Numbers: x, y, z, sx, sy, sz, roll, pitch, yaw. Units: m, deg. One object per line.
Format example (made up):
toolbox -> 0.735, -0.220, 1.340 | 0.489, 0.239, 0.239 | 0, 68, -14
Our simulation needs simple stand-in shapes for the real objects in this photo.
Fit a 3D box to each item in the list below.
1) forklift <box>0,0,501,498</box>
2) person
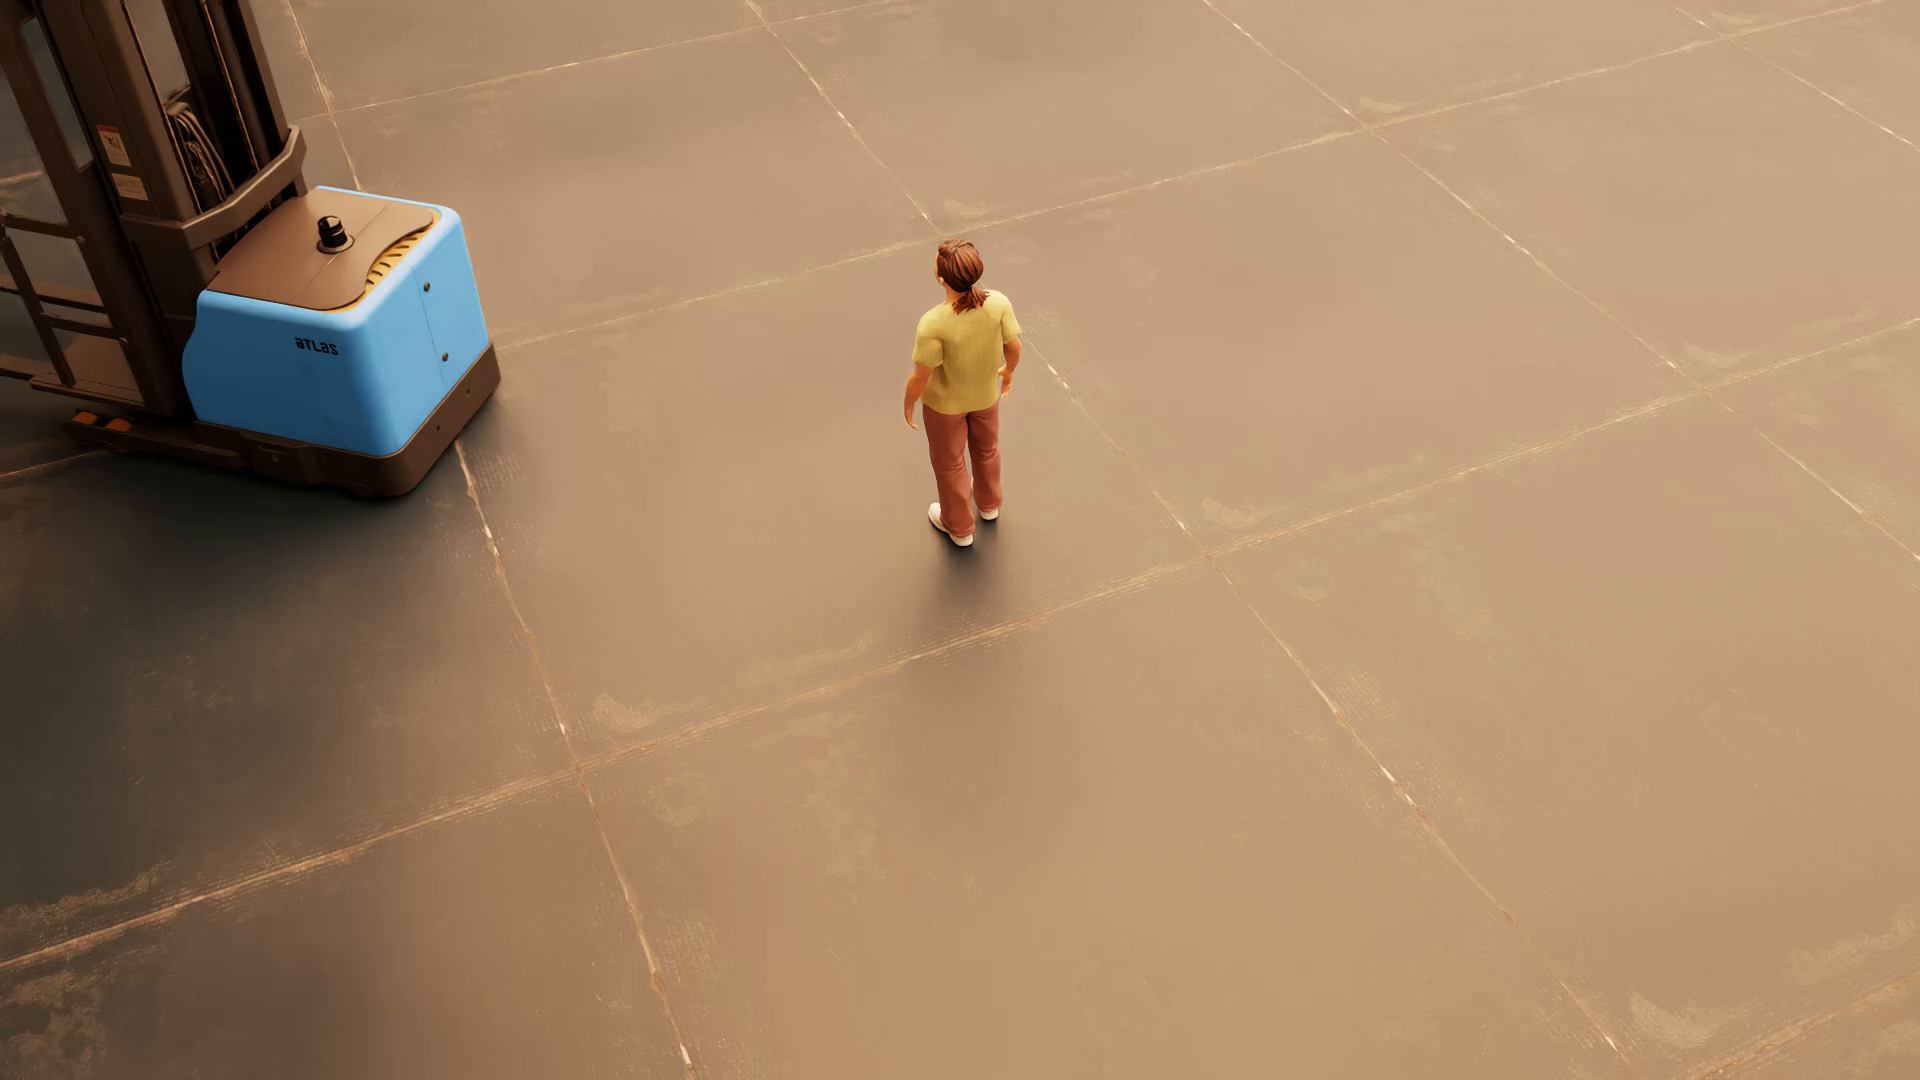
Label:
forklift -> -3.953, -1.844, 7.656 | 3.031, 2.935, 1.130 | 11, 44, 12
person -> -0.021, -0.667, 7.304 | 0.554, 1.673, 0.548 | -18, 46, -18
